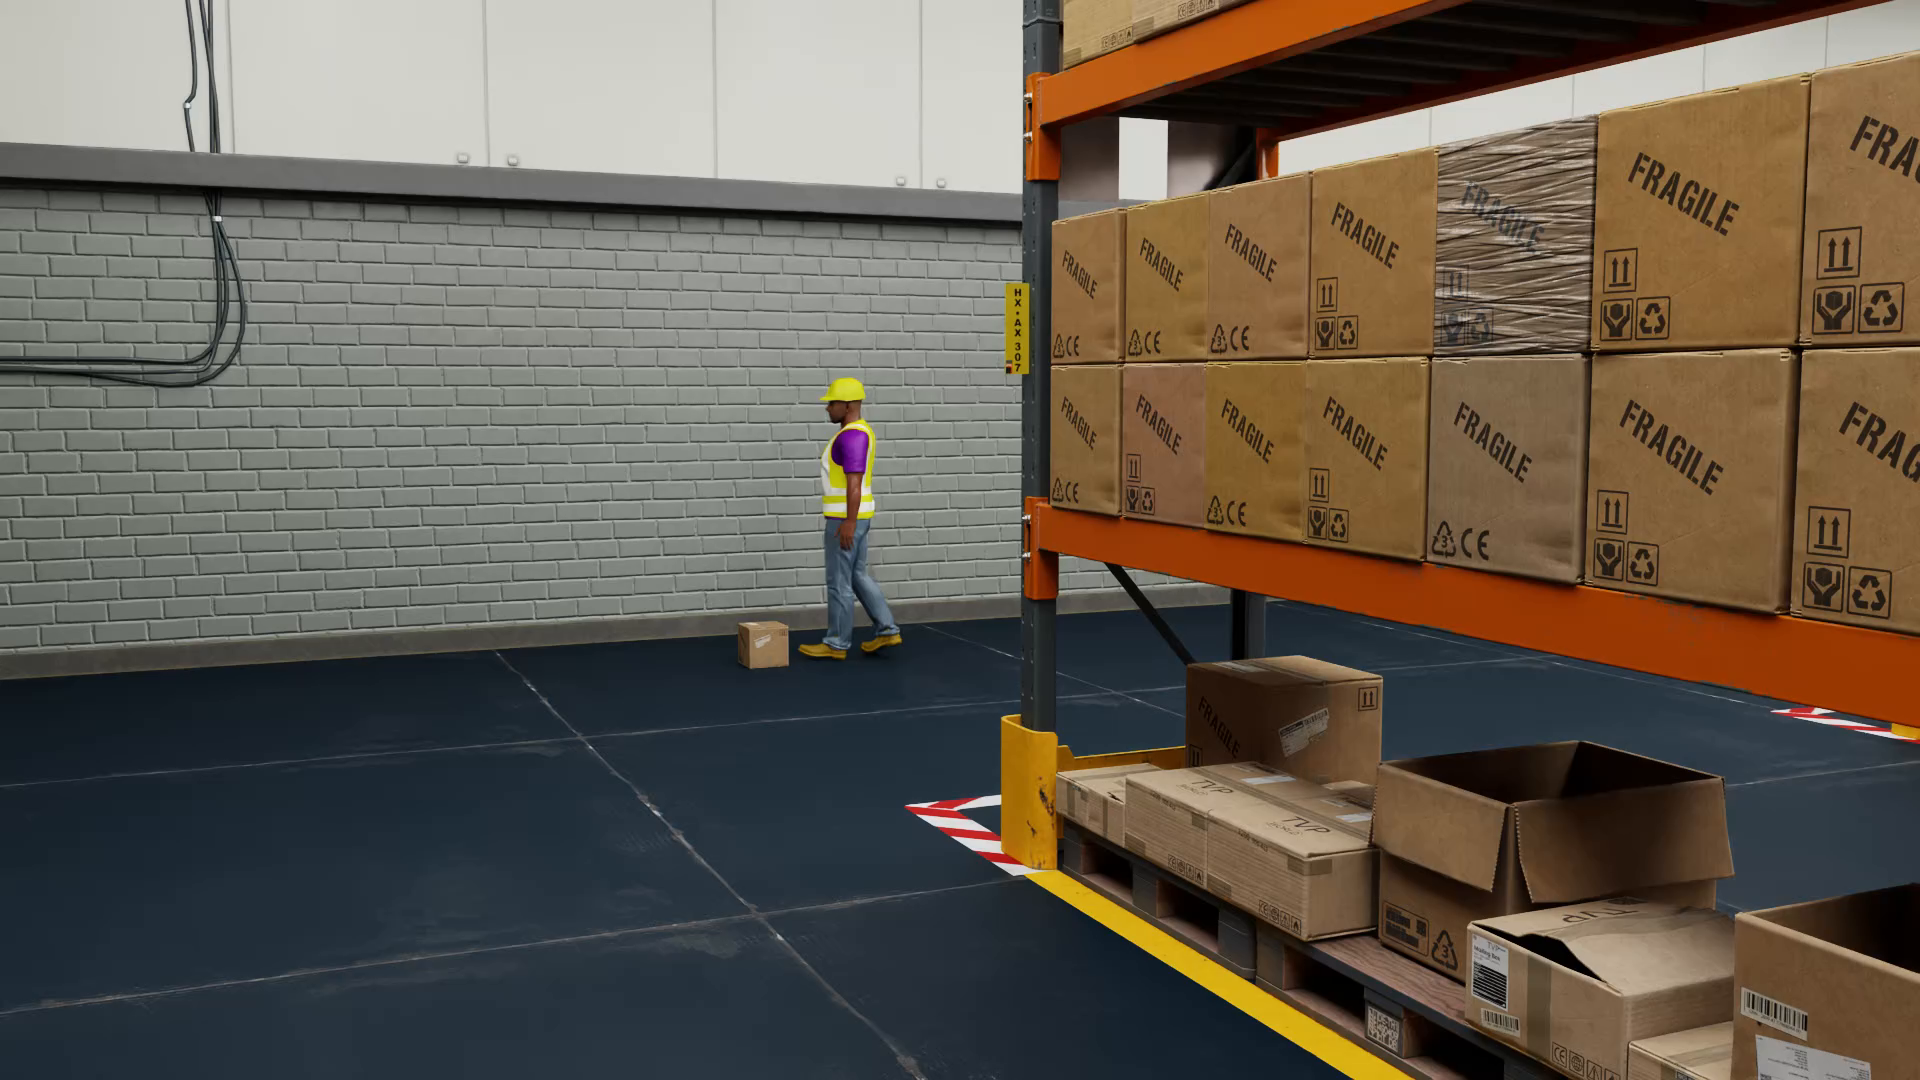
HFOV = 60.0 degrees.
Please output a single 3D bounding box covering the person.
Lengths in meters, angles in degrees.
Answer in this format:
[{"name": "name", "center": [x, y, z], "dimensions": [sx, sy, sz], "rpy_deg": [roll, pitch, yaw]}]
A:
[{"name": "person", "center": [-0.699, -0.132, 10.467], "dimensions": [0.653, 1.775, 0.588], "rpy_deg": [0, 5, 4]}]
